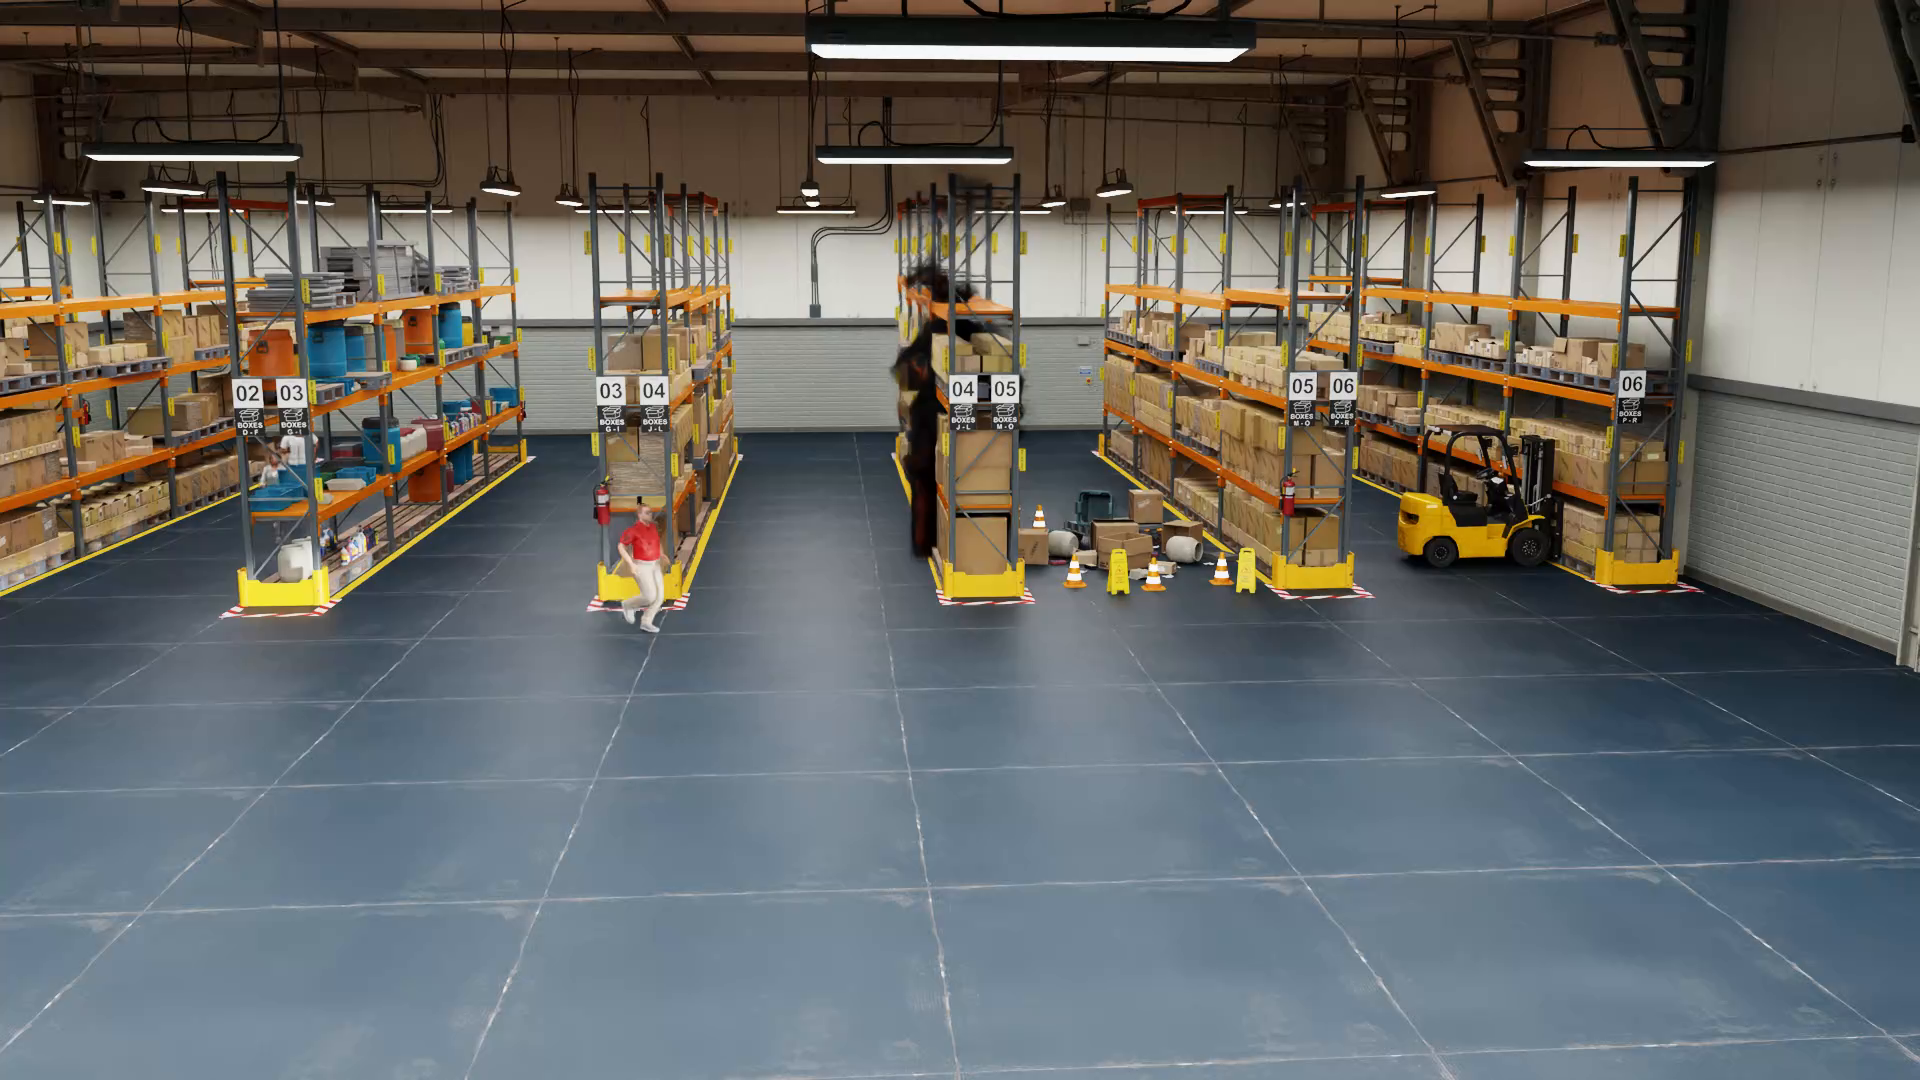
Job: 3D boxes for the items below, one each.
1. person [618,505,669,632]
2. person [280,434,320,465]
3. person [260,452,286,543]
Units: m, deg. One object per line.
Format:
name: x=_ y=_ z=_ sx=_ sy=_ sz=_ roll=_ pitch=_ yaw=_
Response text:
person: x=-4.093 y=0.377 z=21.797 sx=0.546 sy=1.683 sz=0.675 roll=6 pitch=12 yaw=32
person: x=-12.583 y=-1.424 z=31.722 sx=0.687 sy=1.815 sz=0.719 roll=-2 pitch=10 yaw=-14
person: x=-11.689 y=-0.732 z=28.453 sx=0.527 sy=1.545 sz=0.549 roll=-2 pitch=10 yaw=-13
